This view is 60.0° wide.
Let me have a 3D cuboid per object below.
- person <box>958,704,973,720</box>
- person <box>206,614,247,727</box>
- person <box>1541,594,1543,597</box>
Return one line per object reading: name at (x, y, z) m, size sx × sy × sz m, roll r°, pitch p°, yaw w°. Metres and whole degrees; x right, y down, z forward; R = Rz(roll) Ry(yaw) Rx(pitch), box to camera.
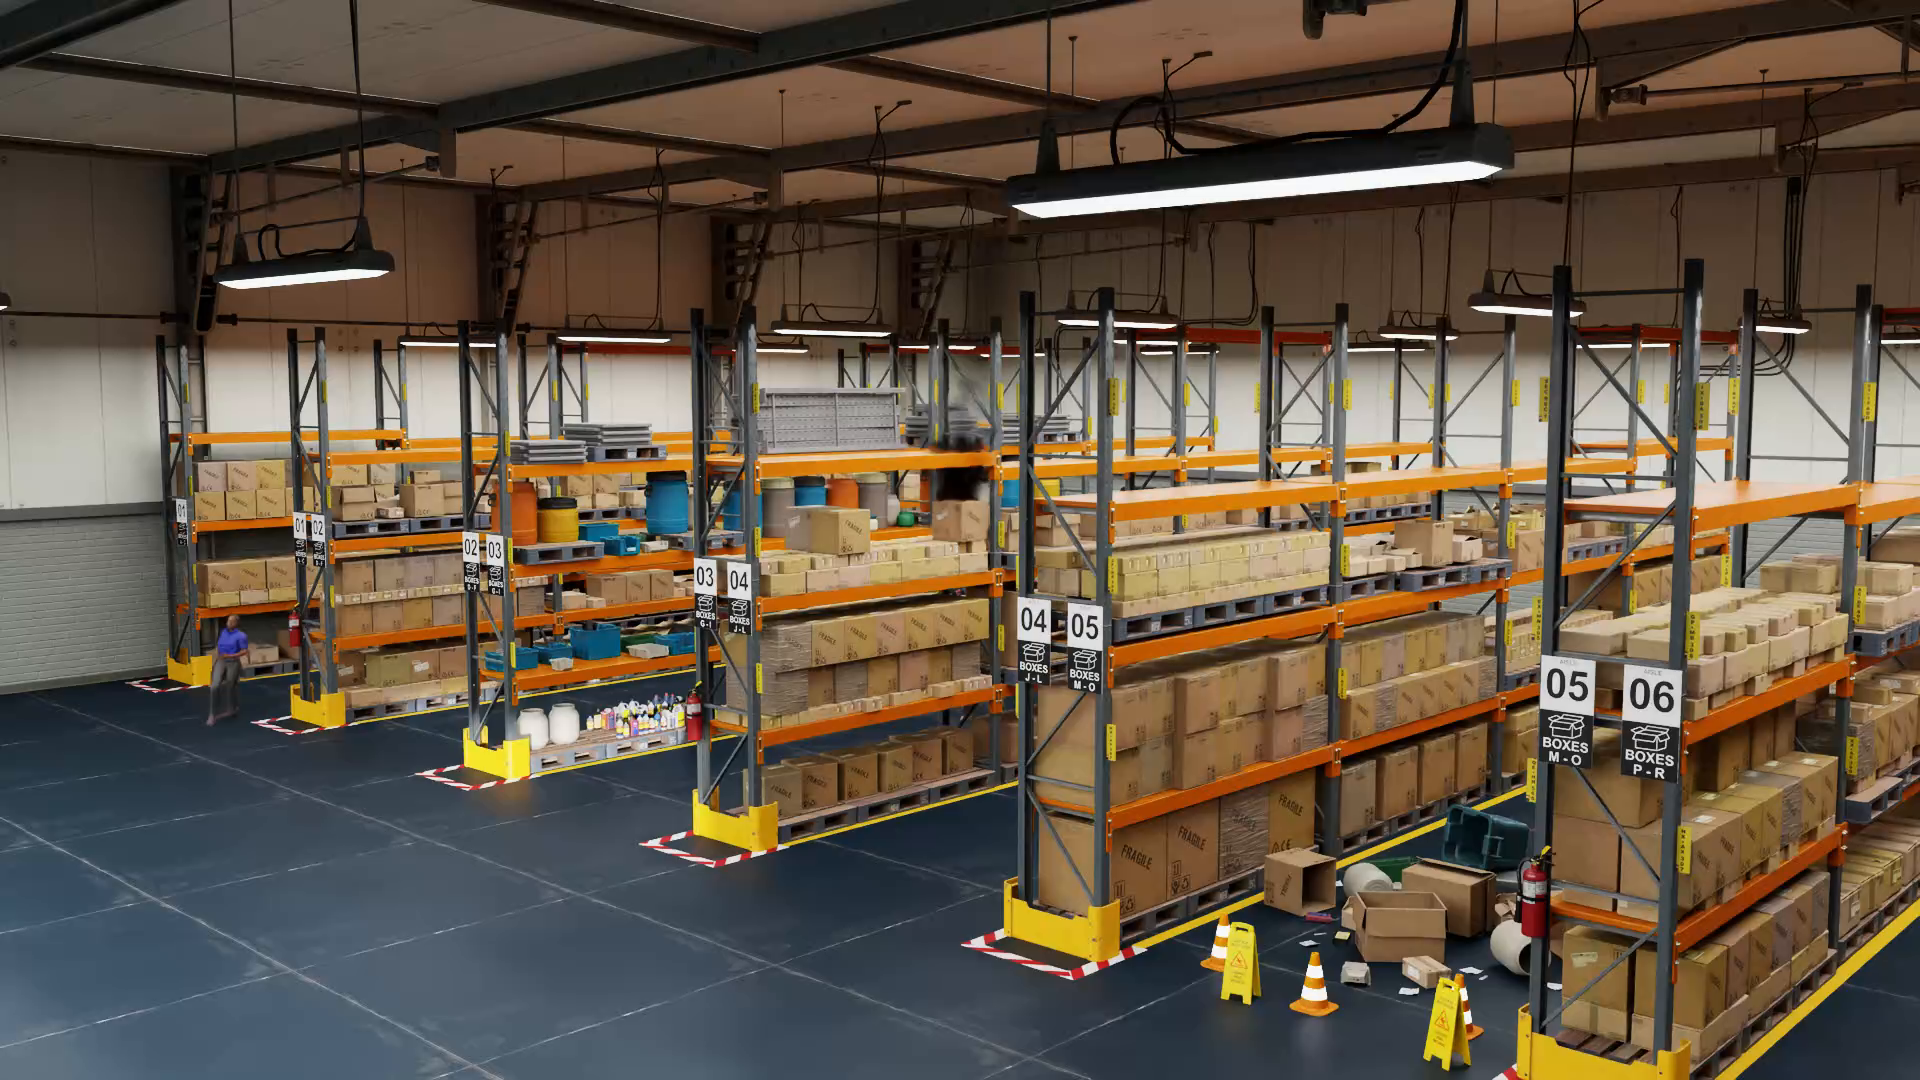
person at (0.032, 1.958, 25.435) m, size 0.566 × 1.629 × 0.549 m, roll 3°, pitch 6°, yaw 28°
person at (-11.161, 1.961, 25.378) m, size 0.583 × 1.654 × 0.816 m, roll 0°, pitch 5°, yaw 1°
person at (9.551, 1.744, 27.149) m, size 0.800 × 1.827 × 0.696 m, roll -5°, pitch 7°, yaw -44°
